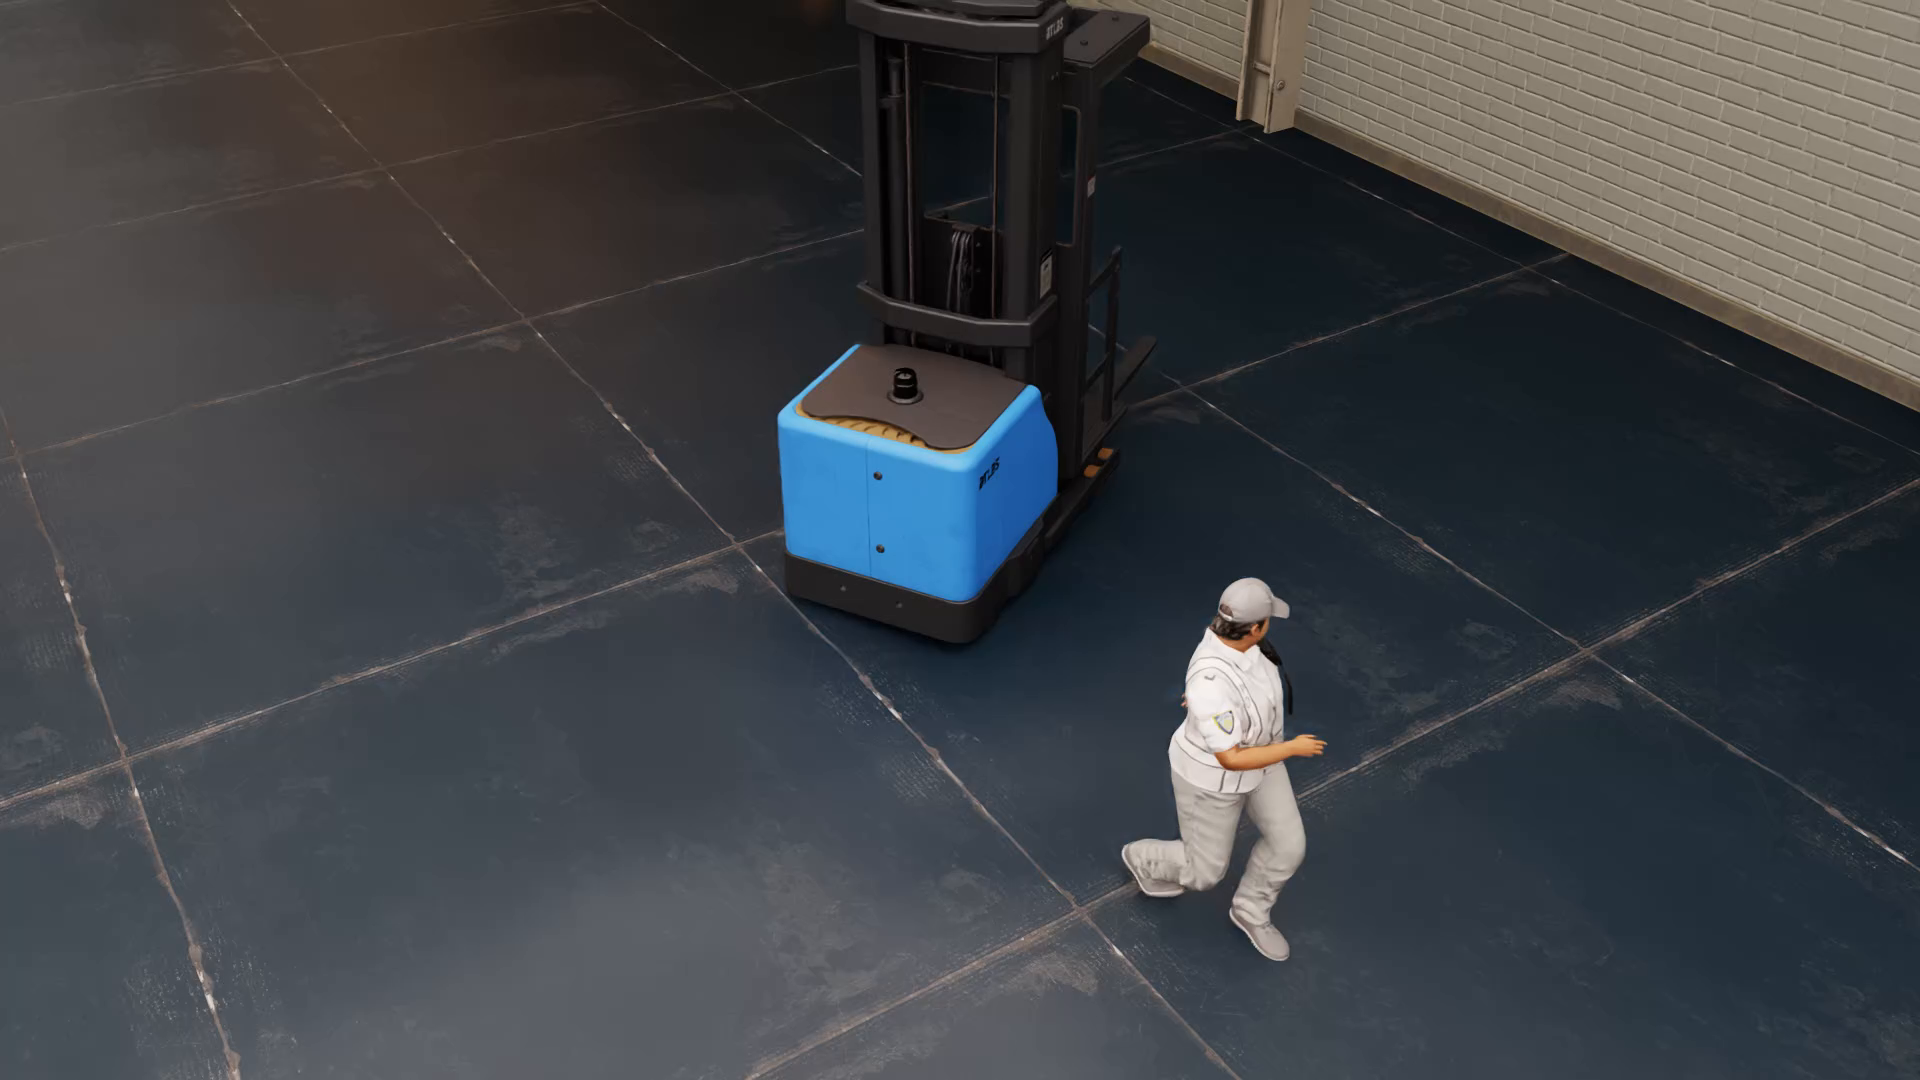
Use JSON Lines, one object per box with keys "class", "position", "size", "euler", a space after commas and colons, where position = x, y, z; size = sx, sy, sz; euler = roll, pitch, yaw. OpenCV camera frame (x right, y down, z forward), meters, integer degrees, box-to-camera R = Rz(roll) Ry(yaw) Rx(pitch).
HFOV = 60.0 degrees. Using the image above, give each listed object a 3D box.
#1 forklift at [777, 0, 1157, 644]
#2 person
{"class": "forklift", "position": [0.231, -1.543, 8.343], "size": [1.130, 2.935, 3.031], "euler": [16, 38, 21]}
{"class": "person", "position": [0.992, 0.815, 6.183], "size": [0.533, 1.588, 0.776], "euler": [-29, 44, -35]}
